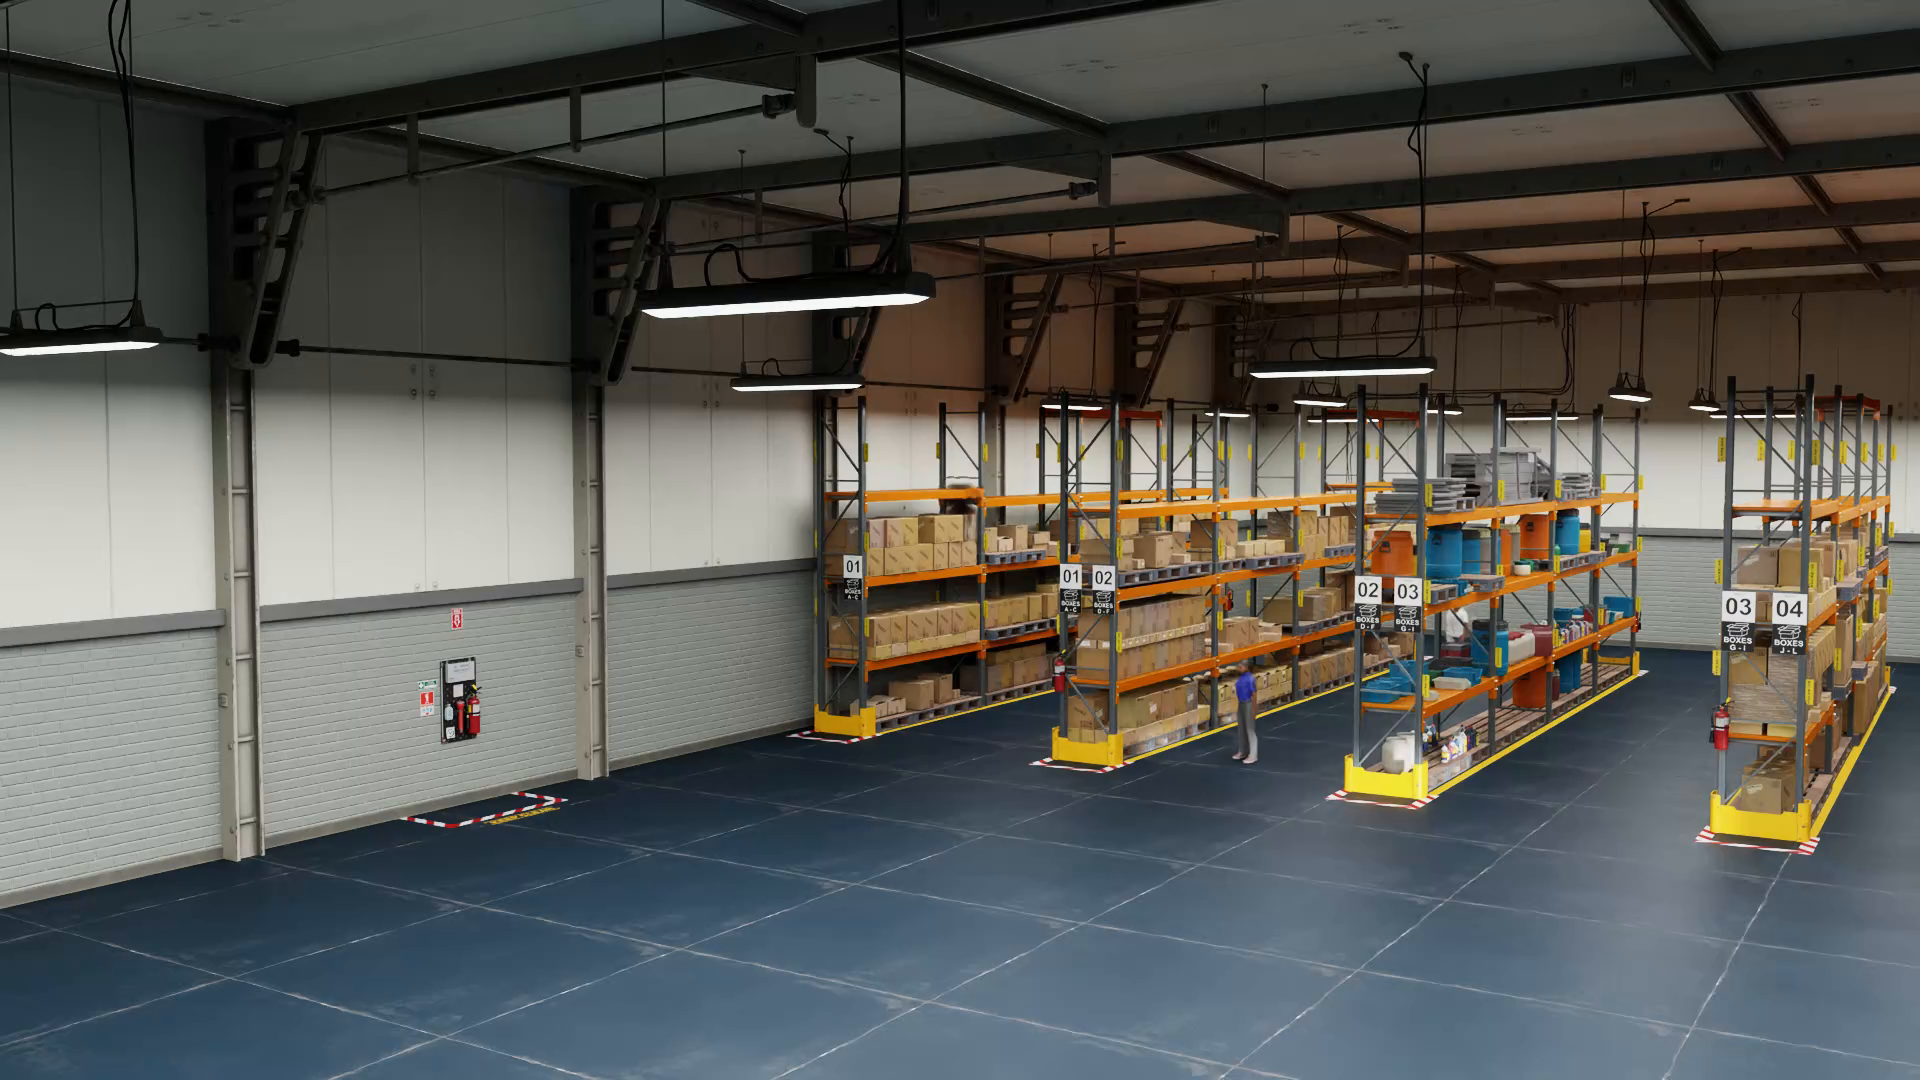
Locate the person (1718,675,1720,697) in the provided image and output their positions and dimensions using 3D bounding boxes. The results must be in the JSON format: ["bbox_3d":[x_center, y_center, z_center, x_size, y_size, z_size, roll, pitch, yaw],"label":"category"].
[{"bbox_3d":[15.346,2.458,33.109,0.426,1.593,0.482,2,3,27],"label":"person"}]

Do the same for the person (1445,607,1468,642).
[{"bbox_3d":[11.287,2.162,37.865,0.569,1.724,1.080,2,3,28],"label":"person"}]

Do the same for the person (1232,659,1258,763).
[{"bbox_3d":[4.647,2.761,27.005,0.351,1.652,0.553,-1,3,-17],"label":"person"}]
